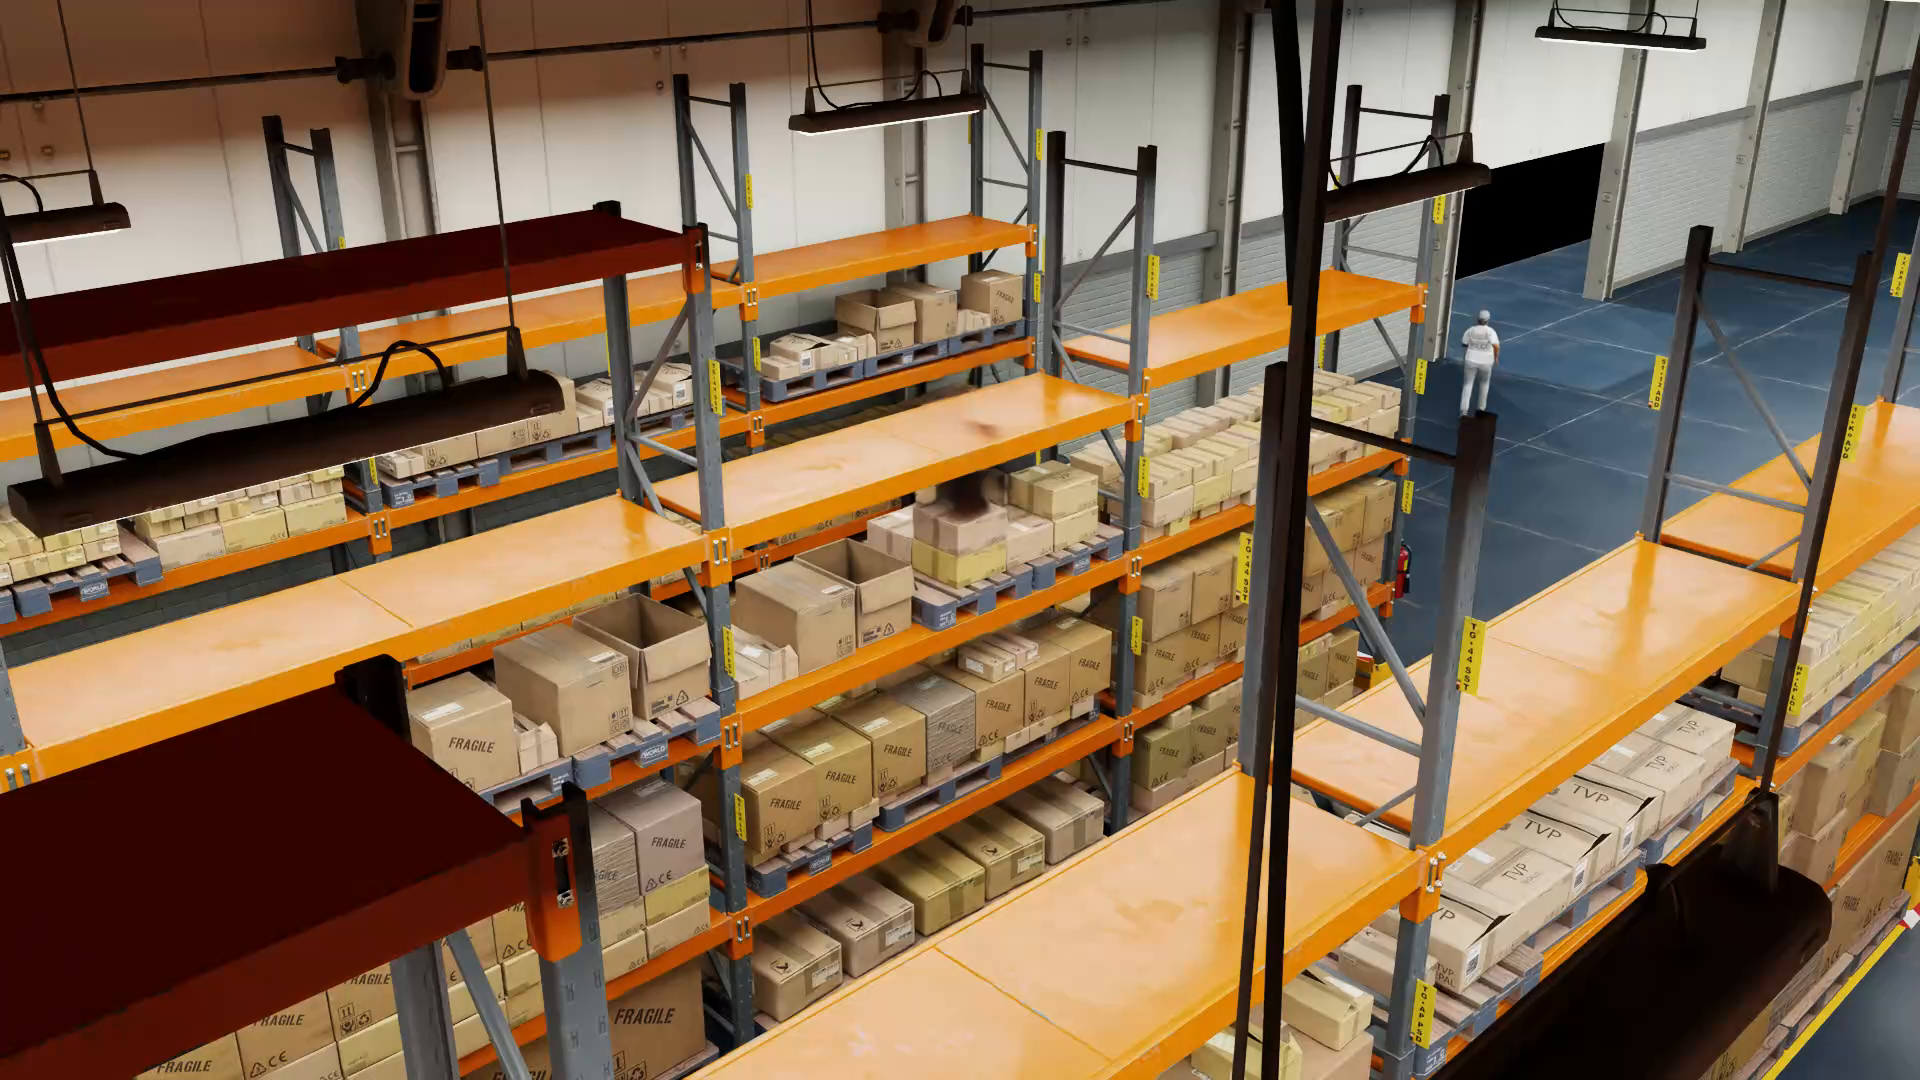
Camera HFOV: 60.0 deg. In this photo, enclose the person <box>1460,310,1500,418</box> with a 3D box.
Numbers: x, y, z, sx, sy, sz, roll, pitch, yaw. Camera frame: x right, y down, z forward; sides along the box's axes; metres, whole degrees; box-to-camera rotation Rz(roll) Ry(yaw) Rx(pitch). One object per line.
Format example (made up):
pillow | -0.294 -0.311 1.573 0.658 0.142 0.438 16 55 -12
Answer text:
person | 7.789 -2.622 24.993 0.594 1.696 0.878 9 24 22
